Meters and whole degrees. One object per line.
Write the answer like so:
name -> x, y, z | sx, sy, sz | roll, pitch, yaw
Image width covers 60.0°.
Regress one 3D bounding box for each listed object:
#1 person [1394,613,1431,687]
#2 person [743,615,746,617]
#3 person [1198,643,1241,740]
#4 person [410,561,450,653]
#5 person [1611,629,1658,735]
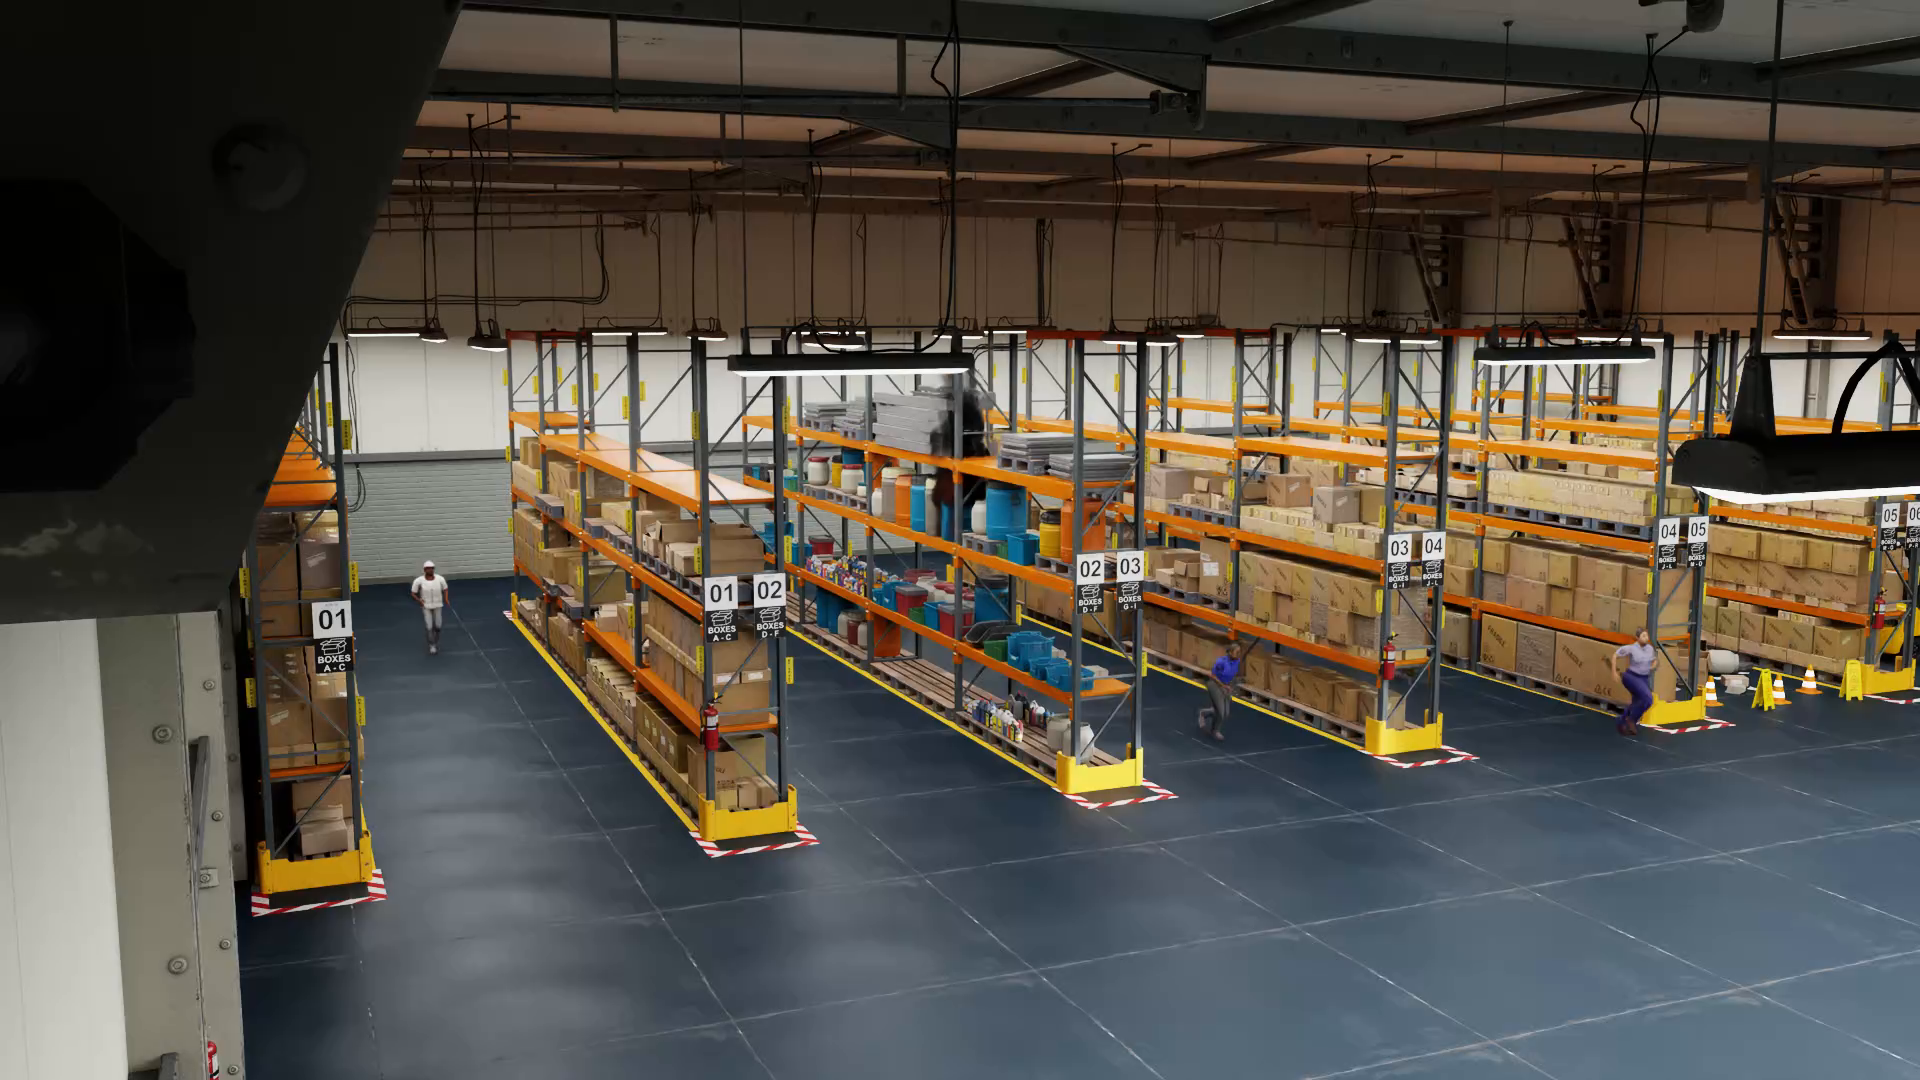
person -> 7.725, 1.582, 28.641 | 0.618, 1.821, 0.948 | -5, 9, -33
person -> -3.938, 1.571, 28.999 | 0.561, 1.661, 0.562 | -3, 8, -24
person -> 3.917, 2.243, 24.841 | 0.592, 1.500, 0.778 | -6, 10, -36
person -> -9.927, 1.248, 31.200 | 0.703, 1.723, 0.588 | -4, 9, -26
person -> 10.223, 2.134, 25.079 | 0.662, 1.607, 0.627 | -6, 10, -36
